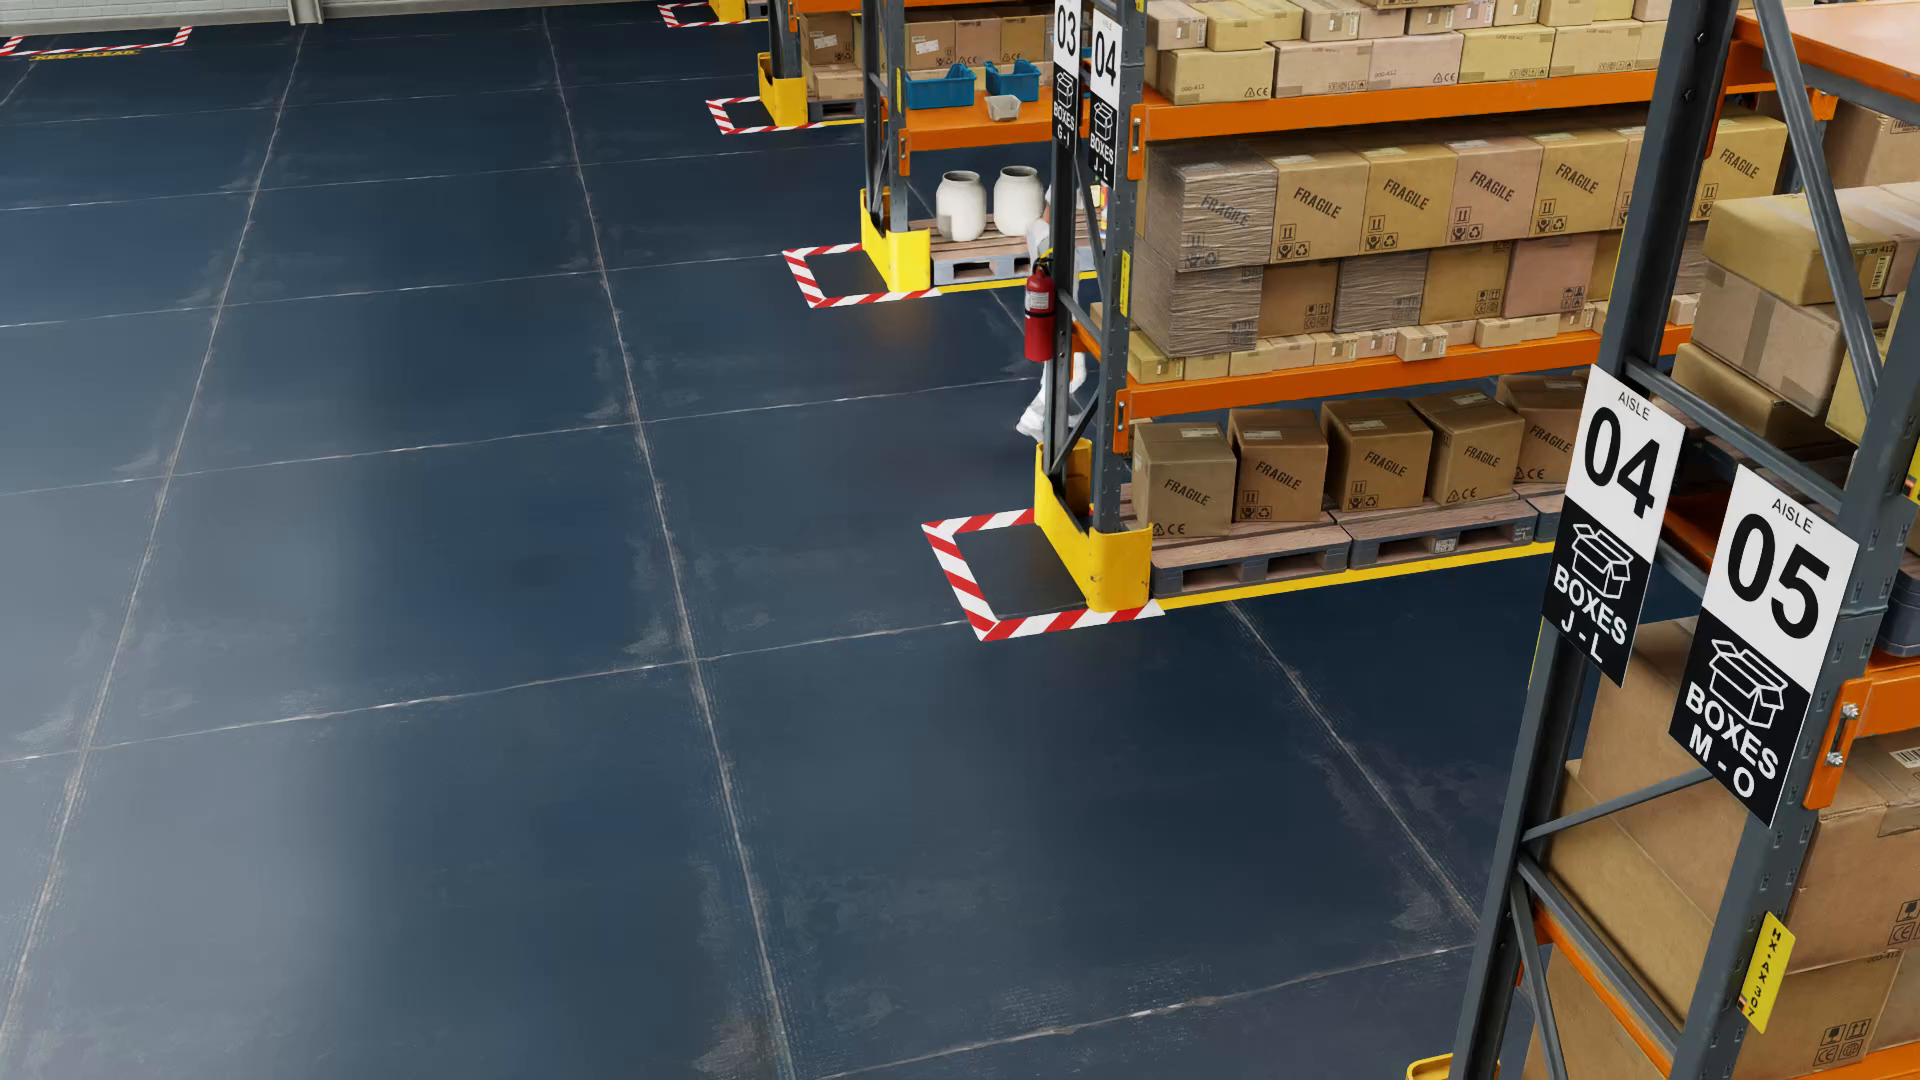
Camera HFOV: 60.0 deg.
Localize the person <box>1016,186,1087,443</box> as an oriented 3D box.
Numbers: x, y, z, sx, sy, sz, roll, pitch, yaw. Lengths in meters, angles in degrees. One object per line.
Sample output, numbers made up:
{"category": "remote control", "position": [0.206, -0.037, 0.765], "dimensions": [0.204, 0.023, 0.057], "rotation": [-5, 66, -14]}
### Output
{"category": "person", "position": [0.618, -1.453, 10.705], "dimensions": [0.558, 1.782, 0.648], "rotation": [-5, 30, -8]}
